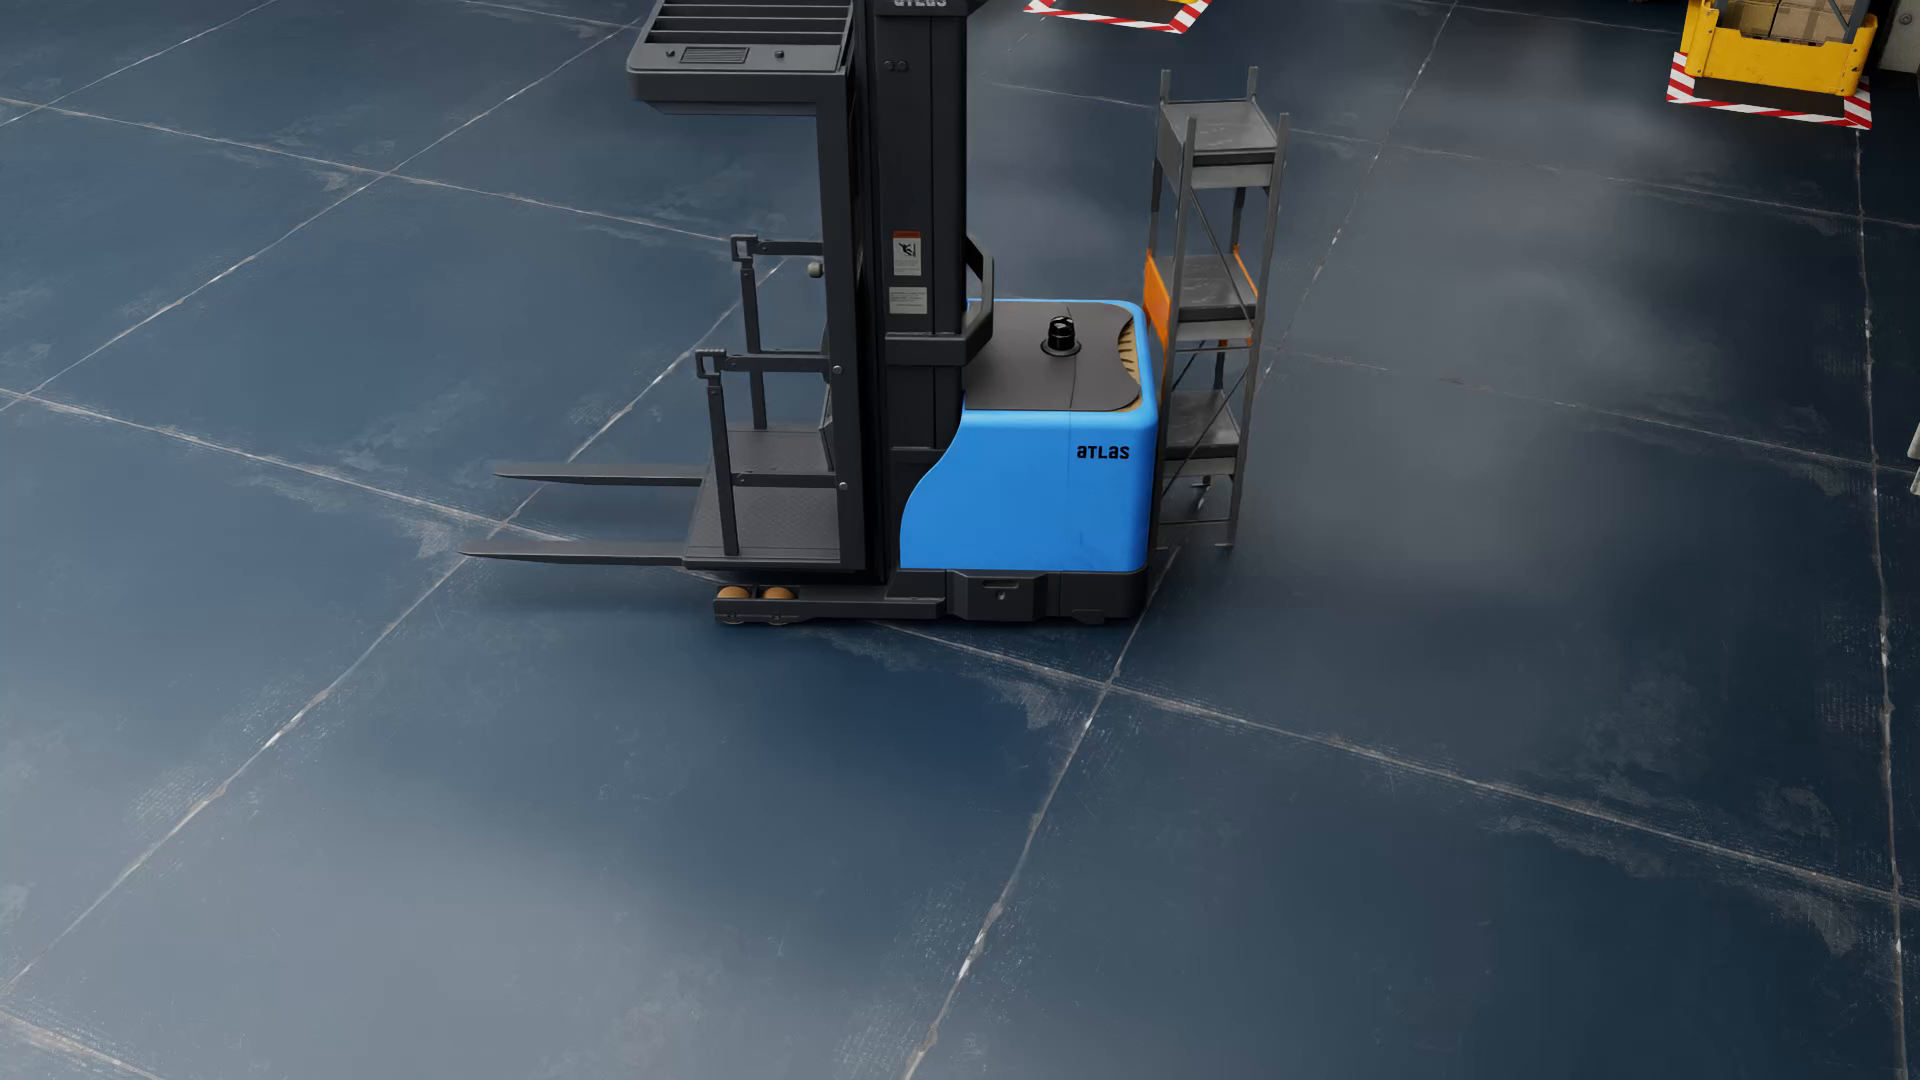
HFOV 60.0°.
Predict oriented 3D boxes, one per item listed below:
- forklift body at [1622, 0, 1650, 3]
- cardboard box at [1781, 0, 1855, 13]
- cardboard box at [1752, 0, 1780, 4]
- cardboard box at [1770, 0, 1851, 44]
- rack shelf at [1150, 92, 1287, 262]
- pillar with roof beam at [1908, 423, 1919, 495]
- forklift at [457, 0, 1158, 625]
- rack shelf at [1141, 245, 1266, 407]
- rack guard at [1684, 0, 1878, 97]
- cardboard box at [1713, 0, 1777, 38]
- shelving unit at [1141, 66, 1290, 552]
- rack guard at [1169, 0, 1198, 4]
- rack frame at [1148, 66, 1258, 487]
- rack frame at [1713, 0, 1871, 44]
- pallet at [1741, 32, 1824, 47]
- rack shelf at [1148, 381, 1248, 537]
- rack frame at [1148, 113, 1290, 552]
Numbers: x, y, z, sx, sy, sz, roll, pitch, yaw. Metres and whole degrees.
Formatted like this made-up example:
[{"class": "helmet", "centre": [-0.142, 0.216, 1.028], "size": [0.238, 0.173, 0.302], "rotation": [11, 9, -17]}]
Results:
[{"class": "forklift body", "centre": [5.043, -5.770, 13.673], "size": [2.313, 2.155, 1.214], "rotation": [14, 39, 18]}, {"class": "cardboard box", "centre": [6.380, -4.124, 12.291], "size": [0.500, 0.250, 0.500], "rotation": [15, 39, 19]}, {"class": "cardboard box", "centre": [5.905, -4.252, 12.462], "size": [0.500, 0.250, 0.500], "rotation": [13, 39, 17]}, {"class": "cardboard box", "centre": [6.376, -3.939, 12.460], "size": [0.500, 0.250, 0.500], "rotation": [14, 39, 18]}, {"class": "rack shelf", "centre": [1.052, -1.499, 6.853], "size": [0.431, 0.518, 0.480], "rotation": [-3, 37, -5]}, {"class": "pillar with roof beam", "centre": [0.843, -4.886, 6.771], "size": [9.100, 9.000, 0.400], "rotation": [14, 39, 18]}, {"class": "forklift", "centre": [-0.691, -1.118, 6.798], "size": [3.031, 2.935, 1.130], "rotation": [1, 37, 1]}, {"class": "rack shelf", "centre": [1.049, -0.938, 7.272], "size": [0.431, 0.518, 0.480], "rotation": [-3, 37, -5]}, {"class": "rack guard", "centre": [6.000, -3.630, 12.189], "size": [1.175, 0.500, 0.348], "rotation": [14, 39, 18]}, {"class": "cardboard box", "centre": [5.895, -4.043, 12.600], "size": [0.500, 0.250, 0.500], "rotation": [14, 39, 18]}, {"class": "shelving unit", "centre": [1.049, -0.949, 7.264], "size": [0.431, 2.100, 0.503], "rotation": [-3, 37, -5]}, {"class": "rack guard", "centre": [1.446, -4.814, 13.773], "size": [1.175, 0.500, 0.348], "rotation": [14, 39, 18]}, {"class": "rack frame", "centre": [1.022, -1.094, 7.458], "size": [0.400, 2.100, 0.015], "rotation": [-3, 37, -5]}, {"class": "rack frame", "centre": [6.009, -4.644, 11.458], "size": [1.000, 3.000, 0.127], "rotation": [14, 39, 18]}, {"class": "pallet", "centre": [6.261, -3.960, 12.872], "size": [1.003, 0.211, 1.213], "rotation": [14, 39, 18]}, {"class": "rack shelf", "centre": [1.045, -0.377, 7.691], "size": [0.431, 0.518, 0.480], "rotation": [-3, 37, -5]}, {"class": "rack frame", "centre": [1.075, -0.804, 7.070], "size": [0.400, 2.100, 0.015], "rotation": [-3, 37, -5]}]
